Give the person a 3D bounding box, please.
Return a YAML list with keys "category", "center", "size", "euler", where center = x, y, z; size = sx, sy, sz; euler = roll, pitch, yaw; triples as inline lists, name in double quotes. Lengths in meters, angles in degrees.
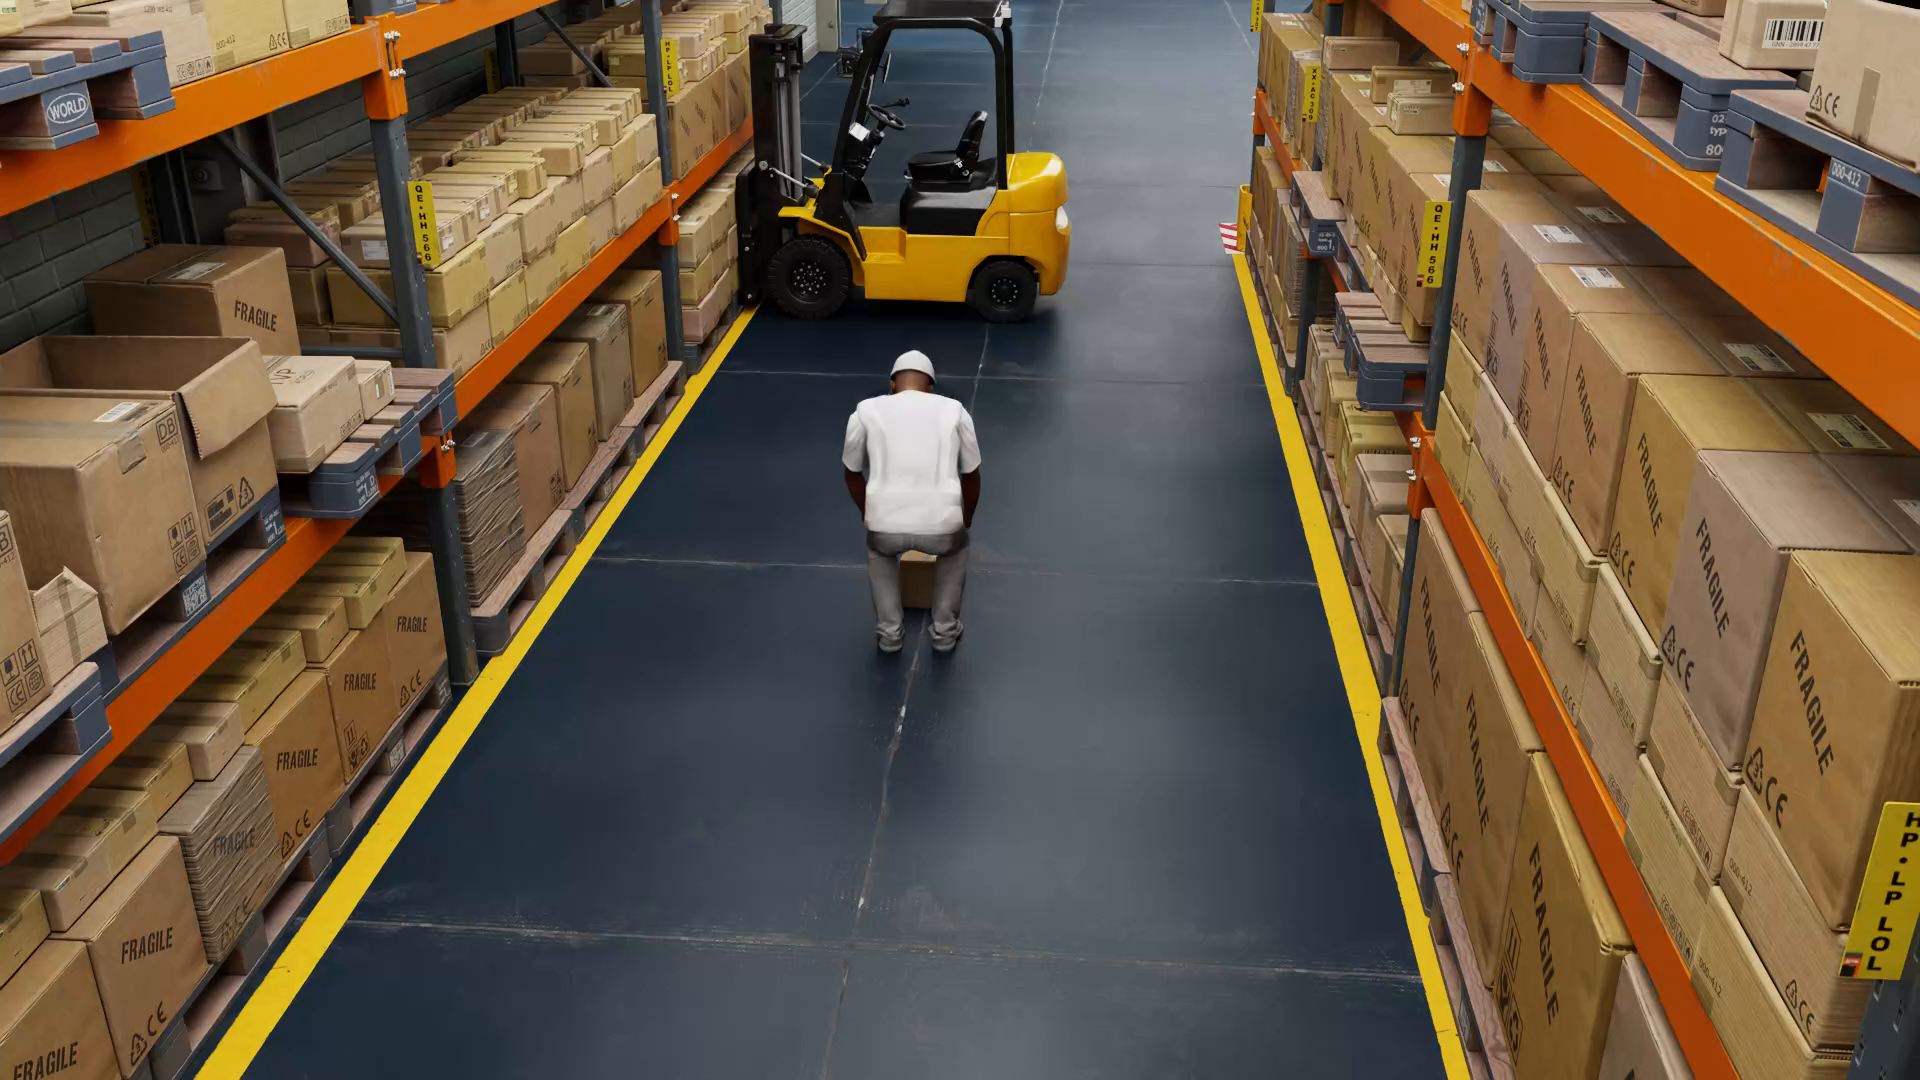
- category: "person"
  center: [-0.228, -0.149, 7.496]
  size: [0.627, 1.280, 0.817]
  euler: [2, 24, 4]
